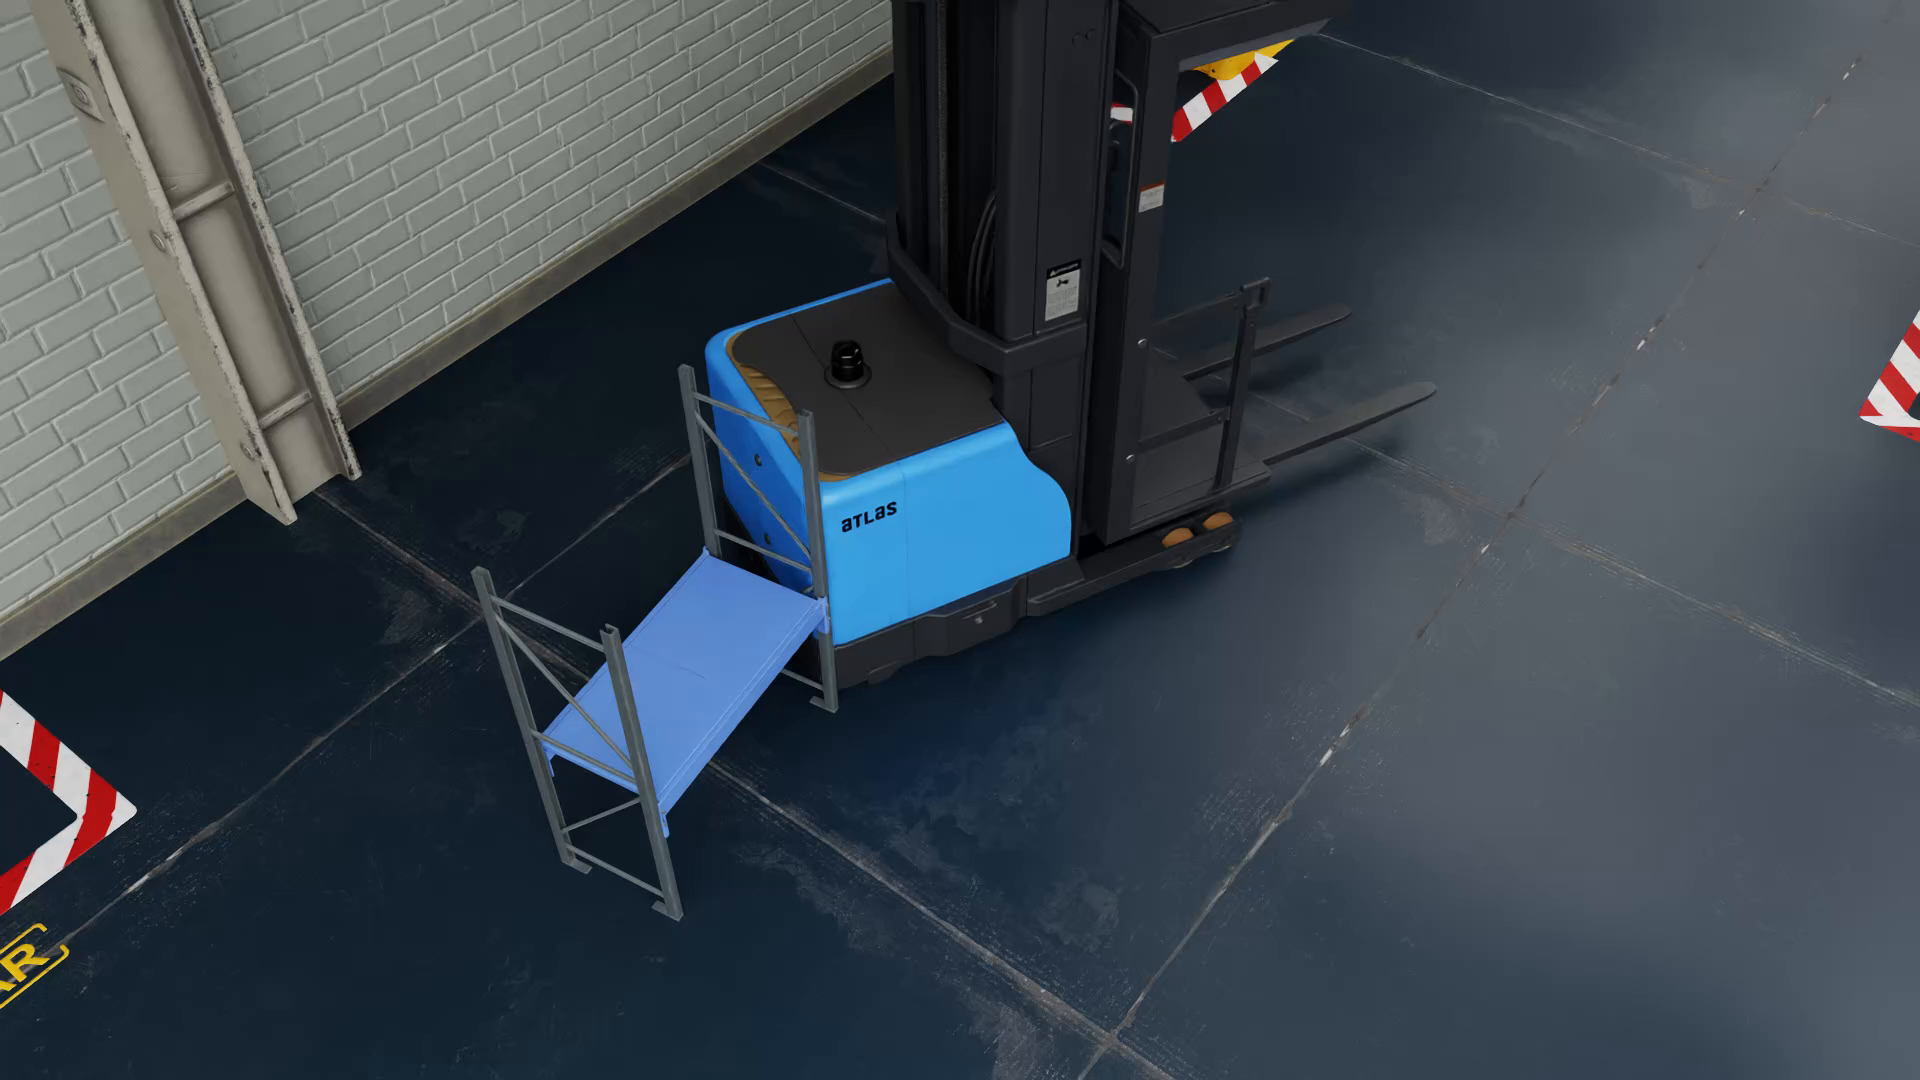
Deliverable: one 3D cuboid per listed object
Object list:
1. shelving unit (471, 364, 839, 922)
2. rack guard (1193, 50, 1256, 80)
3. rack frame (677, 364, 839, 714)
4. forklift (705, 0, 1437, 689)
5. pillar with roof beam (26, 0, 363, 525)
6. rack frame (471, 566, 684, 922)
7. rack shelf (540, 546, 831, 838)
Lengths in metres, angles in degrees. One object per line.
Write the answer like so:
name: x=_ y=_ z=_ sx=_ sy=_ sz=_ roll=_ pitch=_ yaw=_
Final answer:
shelving unit: x=-0.929 y=0.365 z=5.529 sx=0.538 sy=1.500 sz=1.048 roll=21 pitch=50 yaw=19
rack guard: x=1.150 y=-3.107 z=9.537 sx=1.175 sy=0.500 sz=0.348 roll=29 pitch=53 yaw=25
rack frame: x=-0.686 y=0.042 z=5.838 sx=0.500 sy=1.500 sz=0.032 roll=21 pitch=50 yaw=19
forklift: x=0.586 y=-1.218 z=6.051 sx=3.031 sy=2.935 sz=1.130 roll=-21 pitch=50 yaw=-19
pillar with roof beam: x=0.585 y=-1.446 z=2.073 sx=9.100 sy=9.000 sz=0.400 roll=29 pitch=53 yaw=25
rack frame: x=-1.172 y=0.687 z=5.221 sx=0.500 sy=1.500 sz=0.032 roll=21 pitch=50 yaw=19
rack shelf: x=-0.929 y=0.489 z=5.659 sx=0.538 sy=0.185 sz=1.000 roll=21 pitch=50 yaw=19
